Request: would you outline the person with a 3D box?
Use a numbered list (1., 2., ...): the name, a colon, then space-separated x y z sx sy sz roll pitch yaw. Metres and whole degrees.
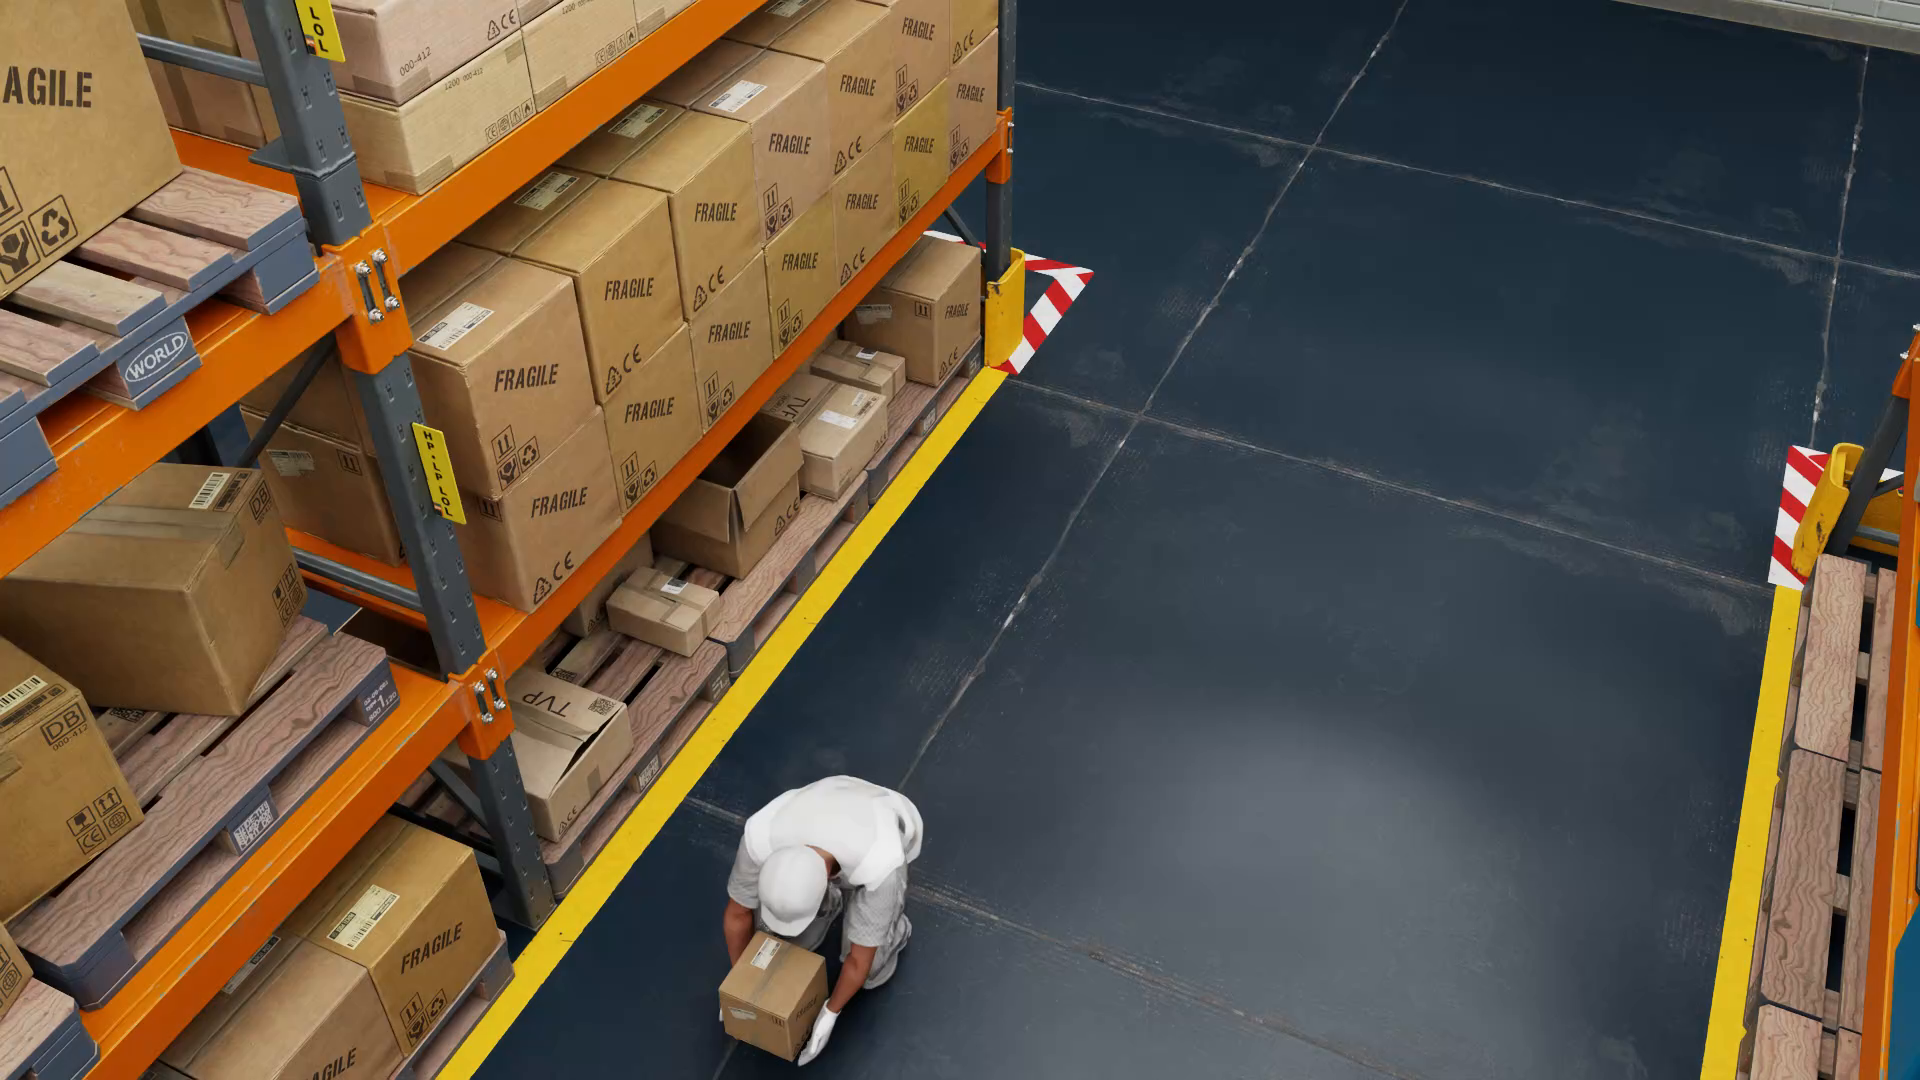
1. person: -0.428 1.141 5.462 0.576 0.991 0.903 17 44 19
